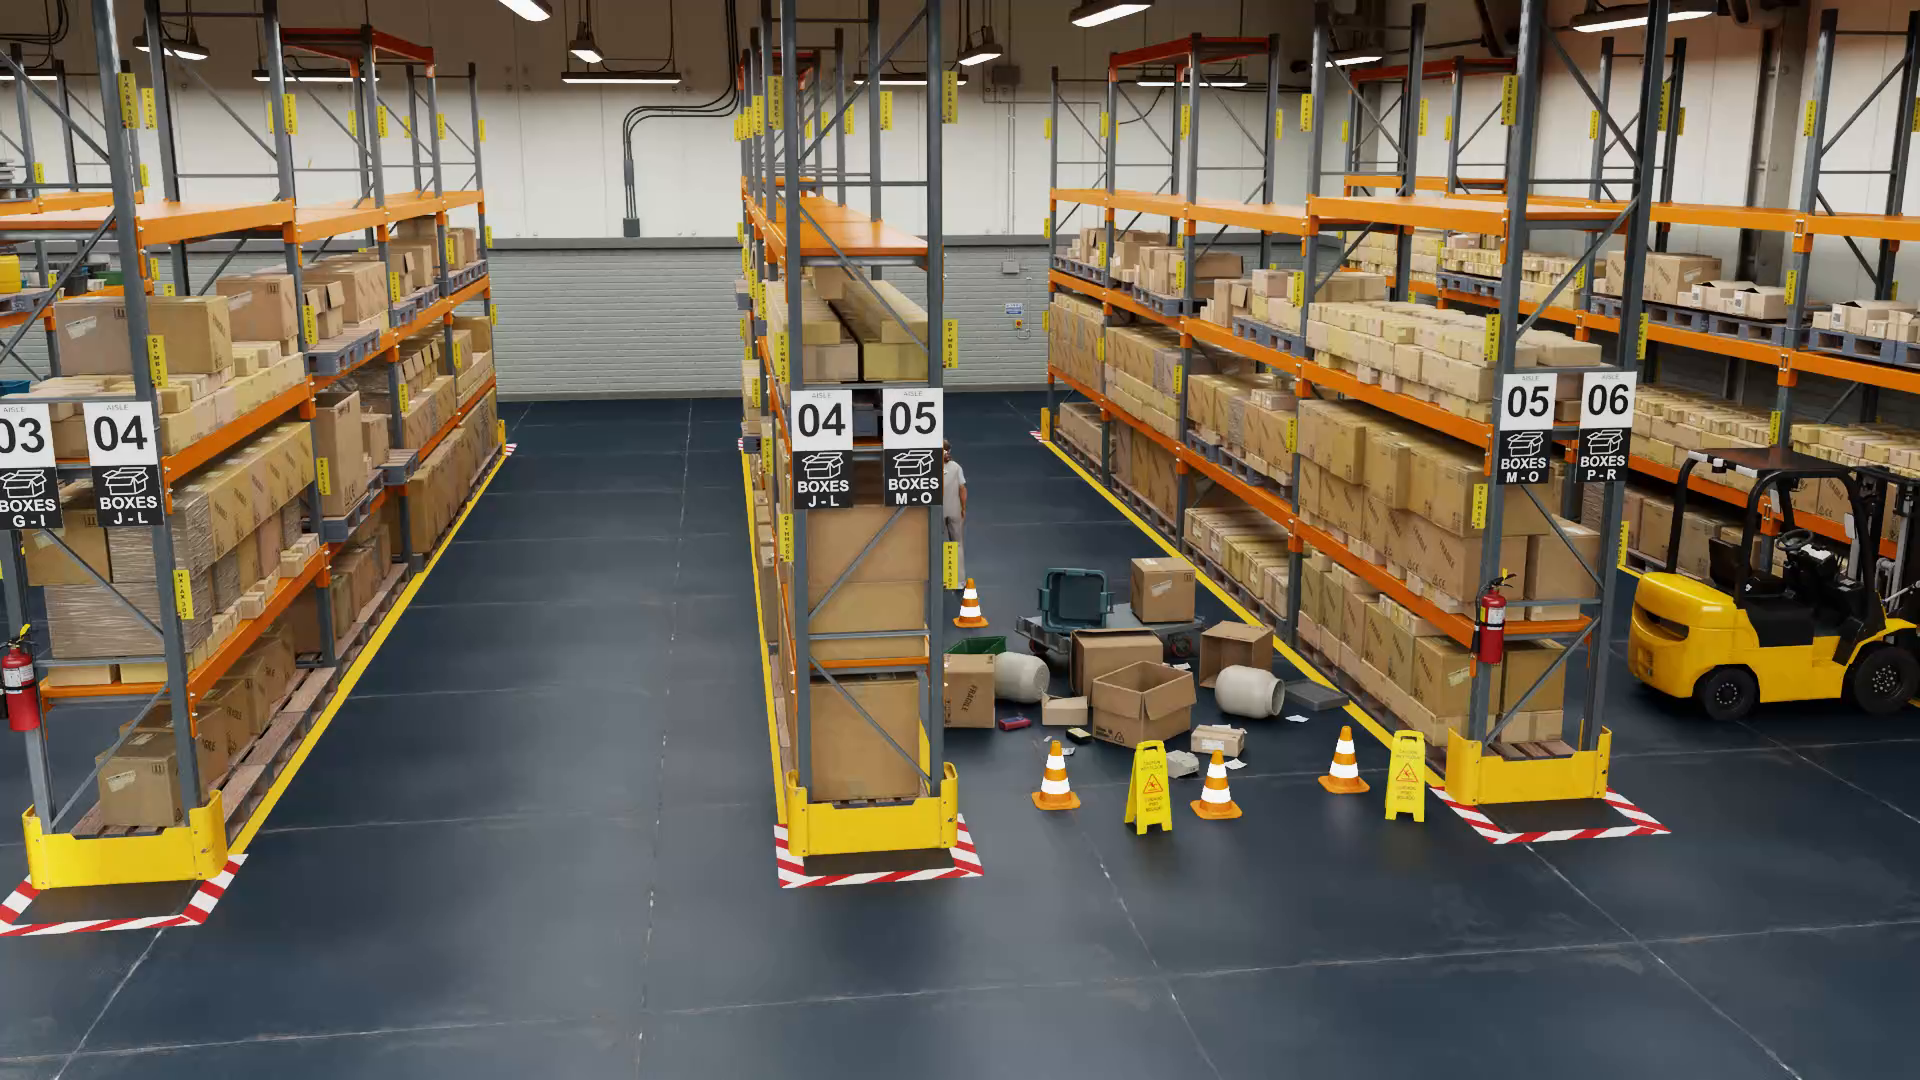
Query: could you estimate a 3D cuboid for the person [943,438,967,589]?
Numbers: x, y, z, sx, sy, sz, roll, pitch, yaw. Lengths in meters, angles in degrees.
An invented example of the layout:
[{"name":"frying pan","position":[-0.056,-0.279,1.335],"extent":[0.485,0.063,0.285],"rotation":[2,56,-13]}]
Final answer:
[{"name":"person","position":[-0.163,-0.285,18.200],"extent":[0.514,1.673,0.353],"rotation":[-3,14,-12]}]
